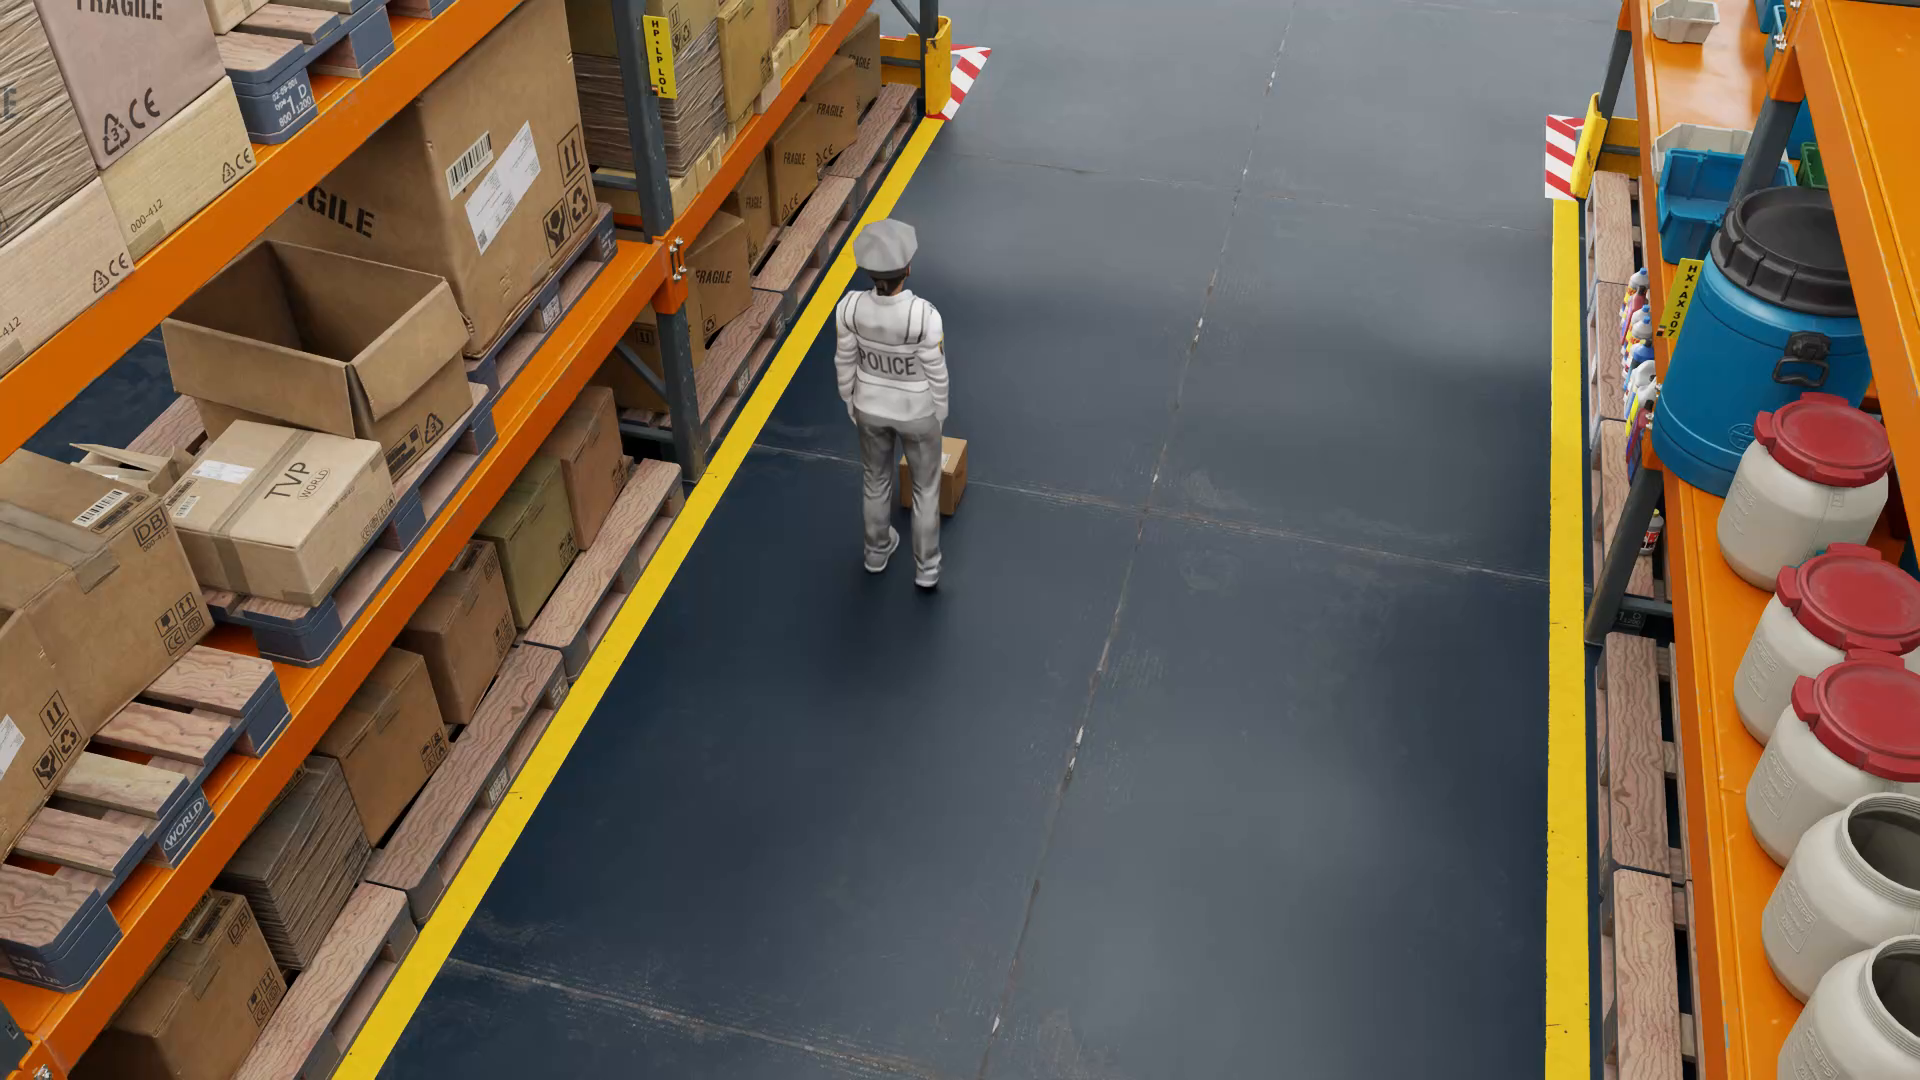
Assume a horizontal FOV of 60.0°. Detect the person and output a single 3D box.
[{"bbox_3d":[-0.267,-0.520,6.775,0.469,1.729,0.345,11,42,12],"label":"person"}]
